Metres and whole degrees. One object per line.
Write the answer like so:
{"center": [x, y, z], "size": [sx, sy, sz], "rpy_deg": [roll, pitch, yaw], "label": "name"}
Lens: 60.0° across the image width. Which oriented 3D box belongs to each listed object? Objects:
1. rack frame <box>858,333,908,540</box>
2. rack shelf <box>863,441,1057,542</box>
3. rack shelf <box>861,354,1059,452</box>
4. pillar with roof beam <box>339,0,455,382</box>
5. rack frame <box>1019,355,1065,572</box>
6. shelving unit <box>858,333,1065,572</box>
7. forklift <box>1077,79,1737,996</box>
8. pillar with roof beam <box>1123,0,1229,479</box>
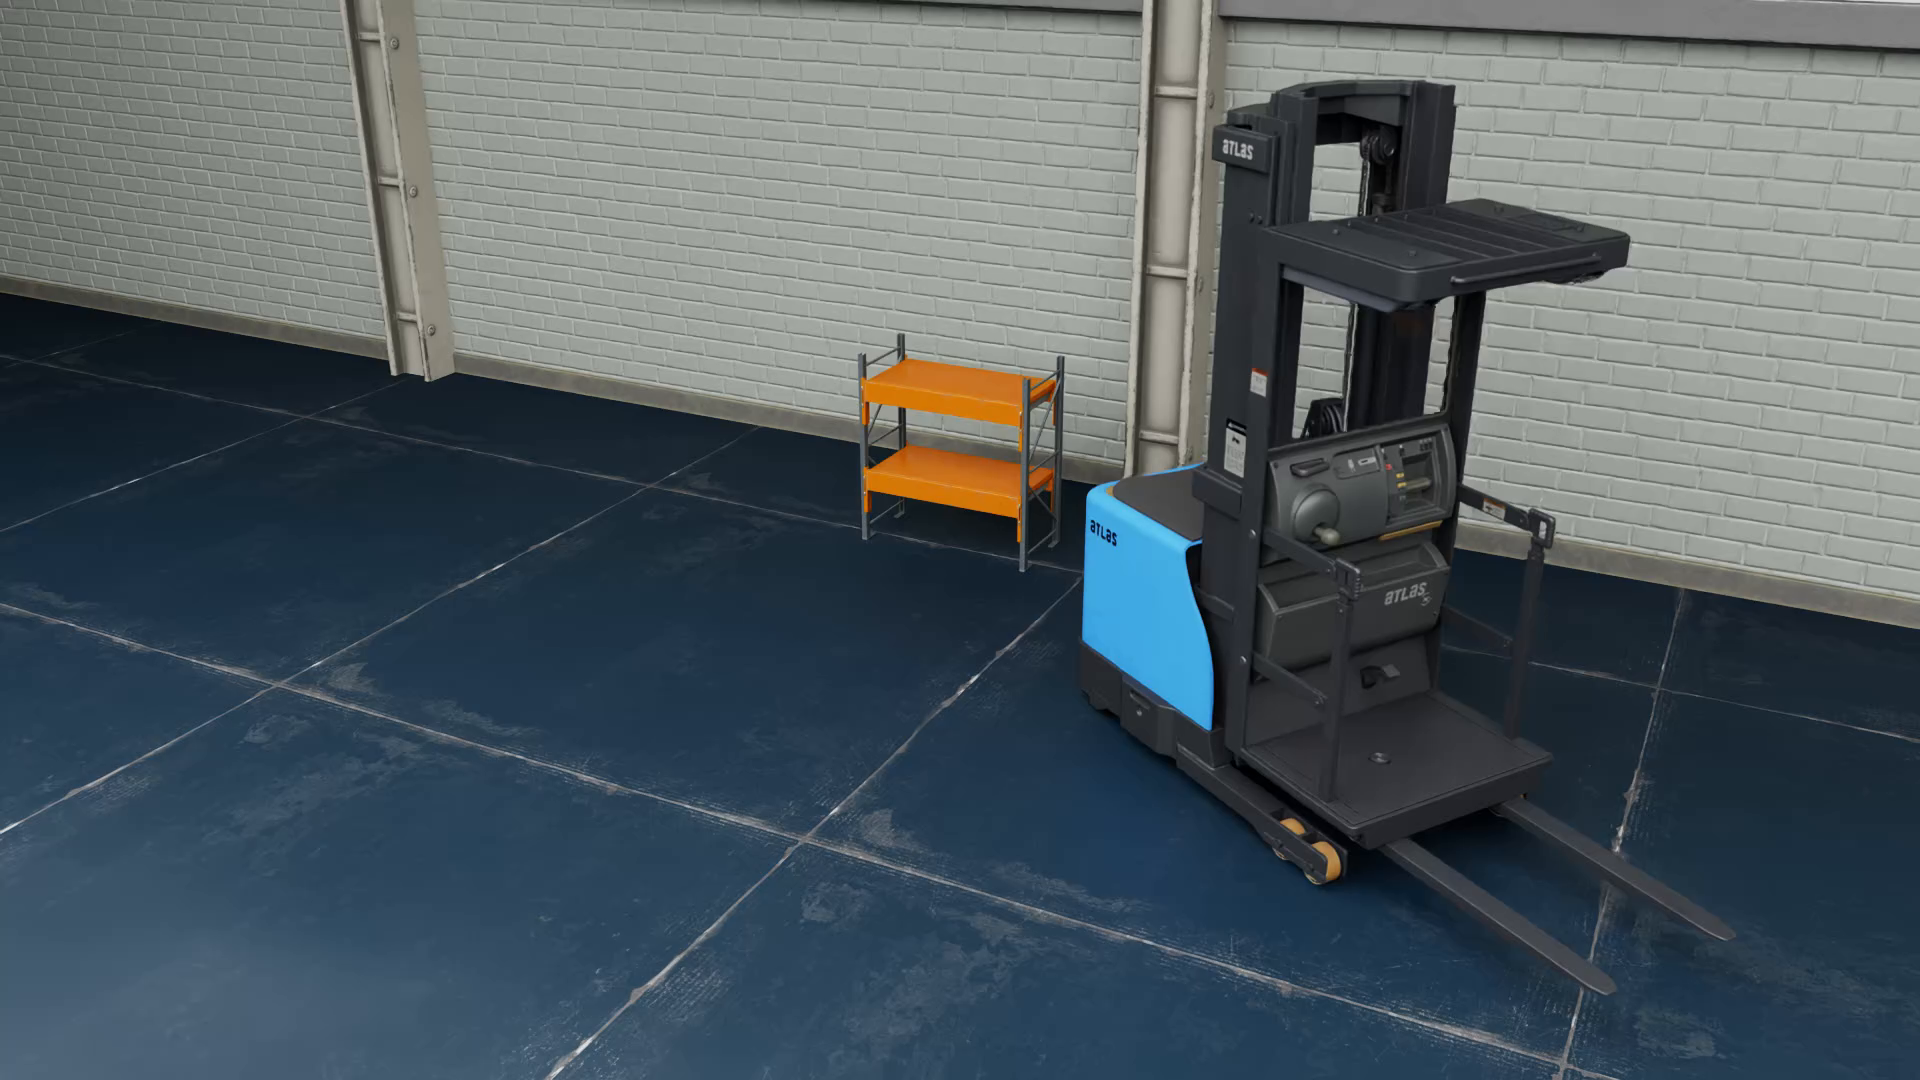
{"center": [-0.448, -0.606, 9.738], "size": [0.032, 1.125, 0.500], "rpy_deg": [11, 25, 25], "label": "rack frame"}
{"center": [0.006, -0.291, 9.623], "size": [1.000, 0.278, 0.538], "rpy_deg": [11, 25, 25], "label": "rack shelf"}
{"center": [0.006, -0.786, 9.413], "size": [1.000, 0.278, 0.538], "rpy_deg": [11, 25, 25], "label": "rack shelf"}
{"center": [-6.055, -3.922, 7.473], "size": [0.400, 9.000, 9.100], "rpy_deg": [11, 25, 25], "label": "pillar with roof beam"}
{"center": [0.460, -0.427, 9.316], "size": [0.032, 1.125, 0.500], "rpy_deg": [11, 25, 25], "label": "rack frame"}
{"center": [0.006, -0.516, 9.527], "size": [1.048, 1.125, 0.538], "rpy_deg": [11, 25, 25], "label": "shelving unit"}
{"center": [1.720, -0.195, 6.463], "size": [1.130, 2.935, 3.031], "rpy_deg": [-12, 26, -27], "label": "forklift"}
{"center": [-0.700, -2.862, 4.982], "size": [0.400, 9.000, 9.100], "rpy_deg": [11, 25, 25], "label": "pillar with roof beam"}
